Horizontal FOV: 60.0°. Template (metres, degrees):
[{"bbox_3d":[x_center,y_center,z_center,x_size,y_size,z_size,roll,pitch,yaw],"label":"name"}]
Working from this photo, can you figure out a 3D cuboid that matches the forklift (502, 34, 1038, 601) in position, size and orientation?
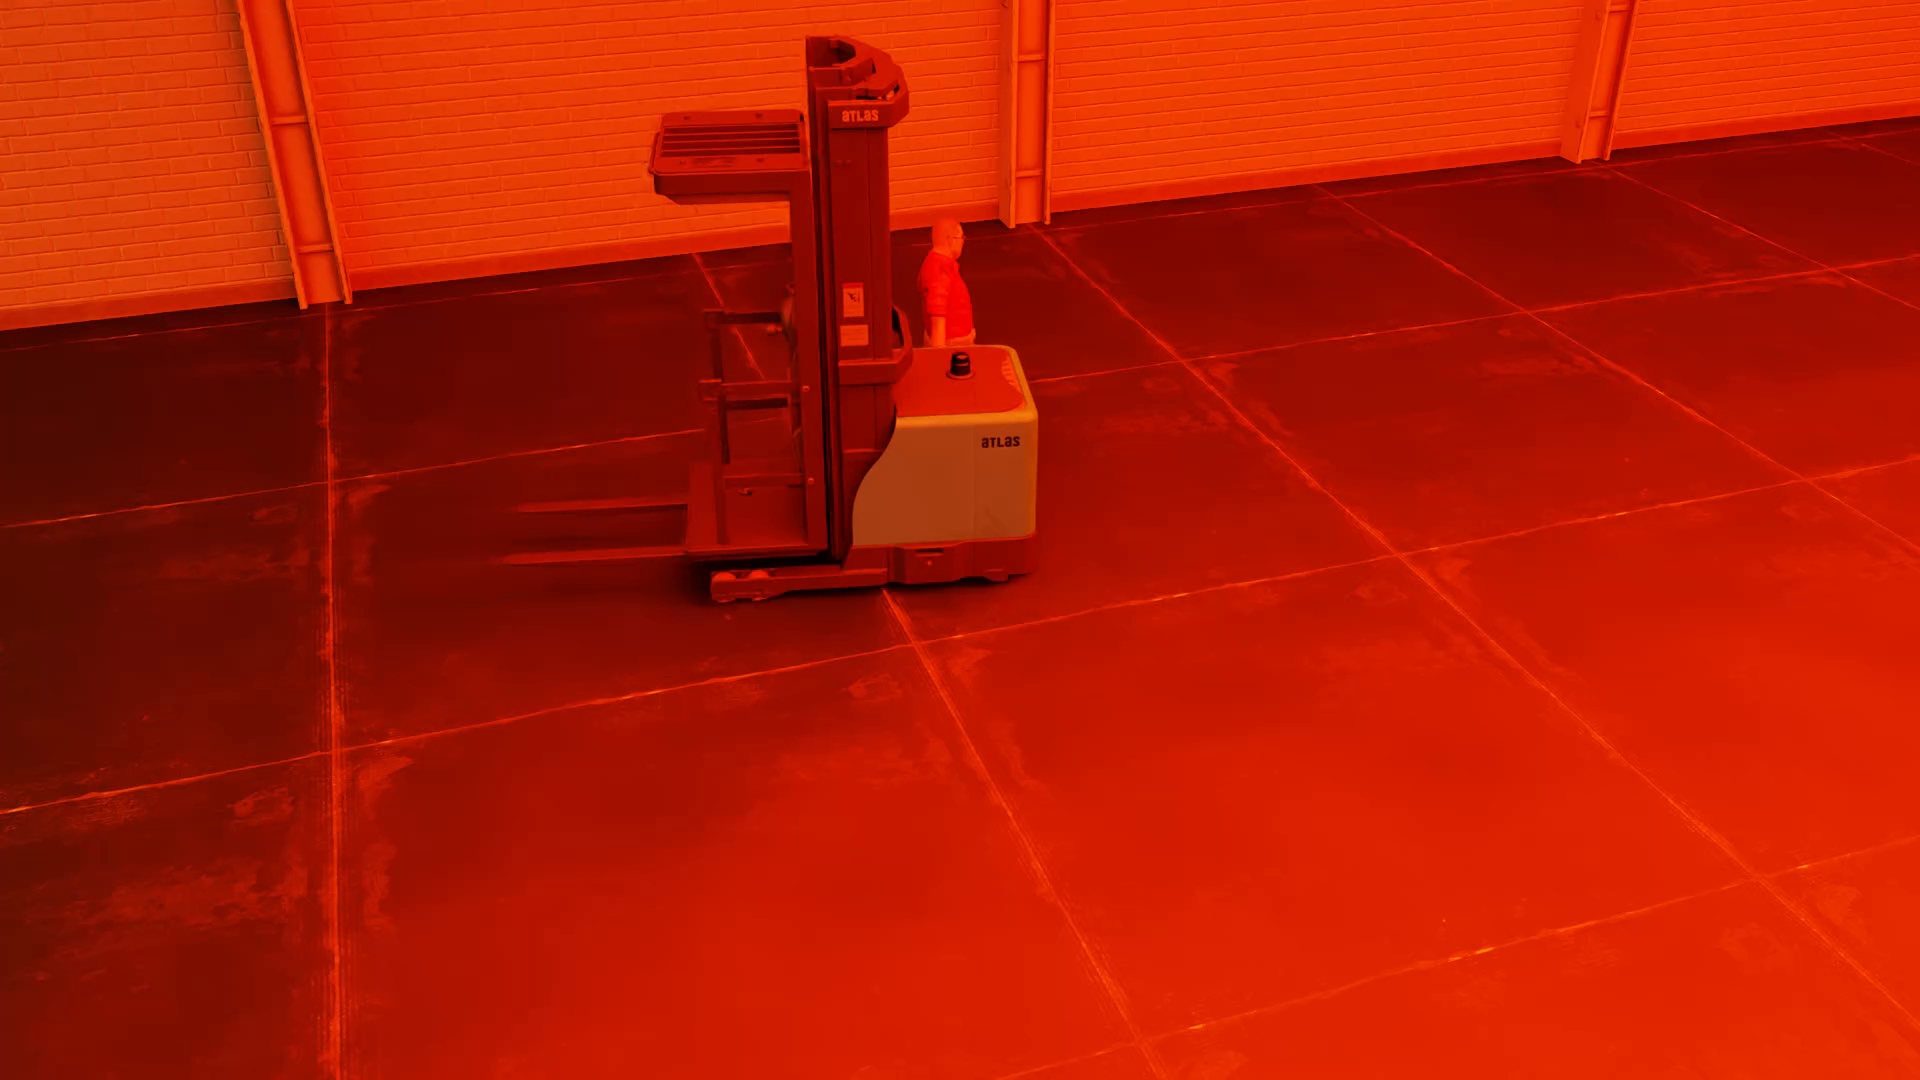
[{"bbox_3d":[-1.107,-1.194,9.163,3.031,2.935,1.130,-3,30,-5],"label":"forklift"}]

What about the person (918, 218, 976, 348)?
[{"bbox_3d":[-0.125,-1.146,10.405,0.466,1.708,0.864,-2,30,-3],"label":"person"}]
